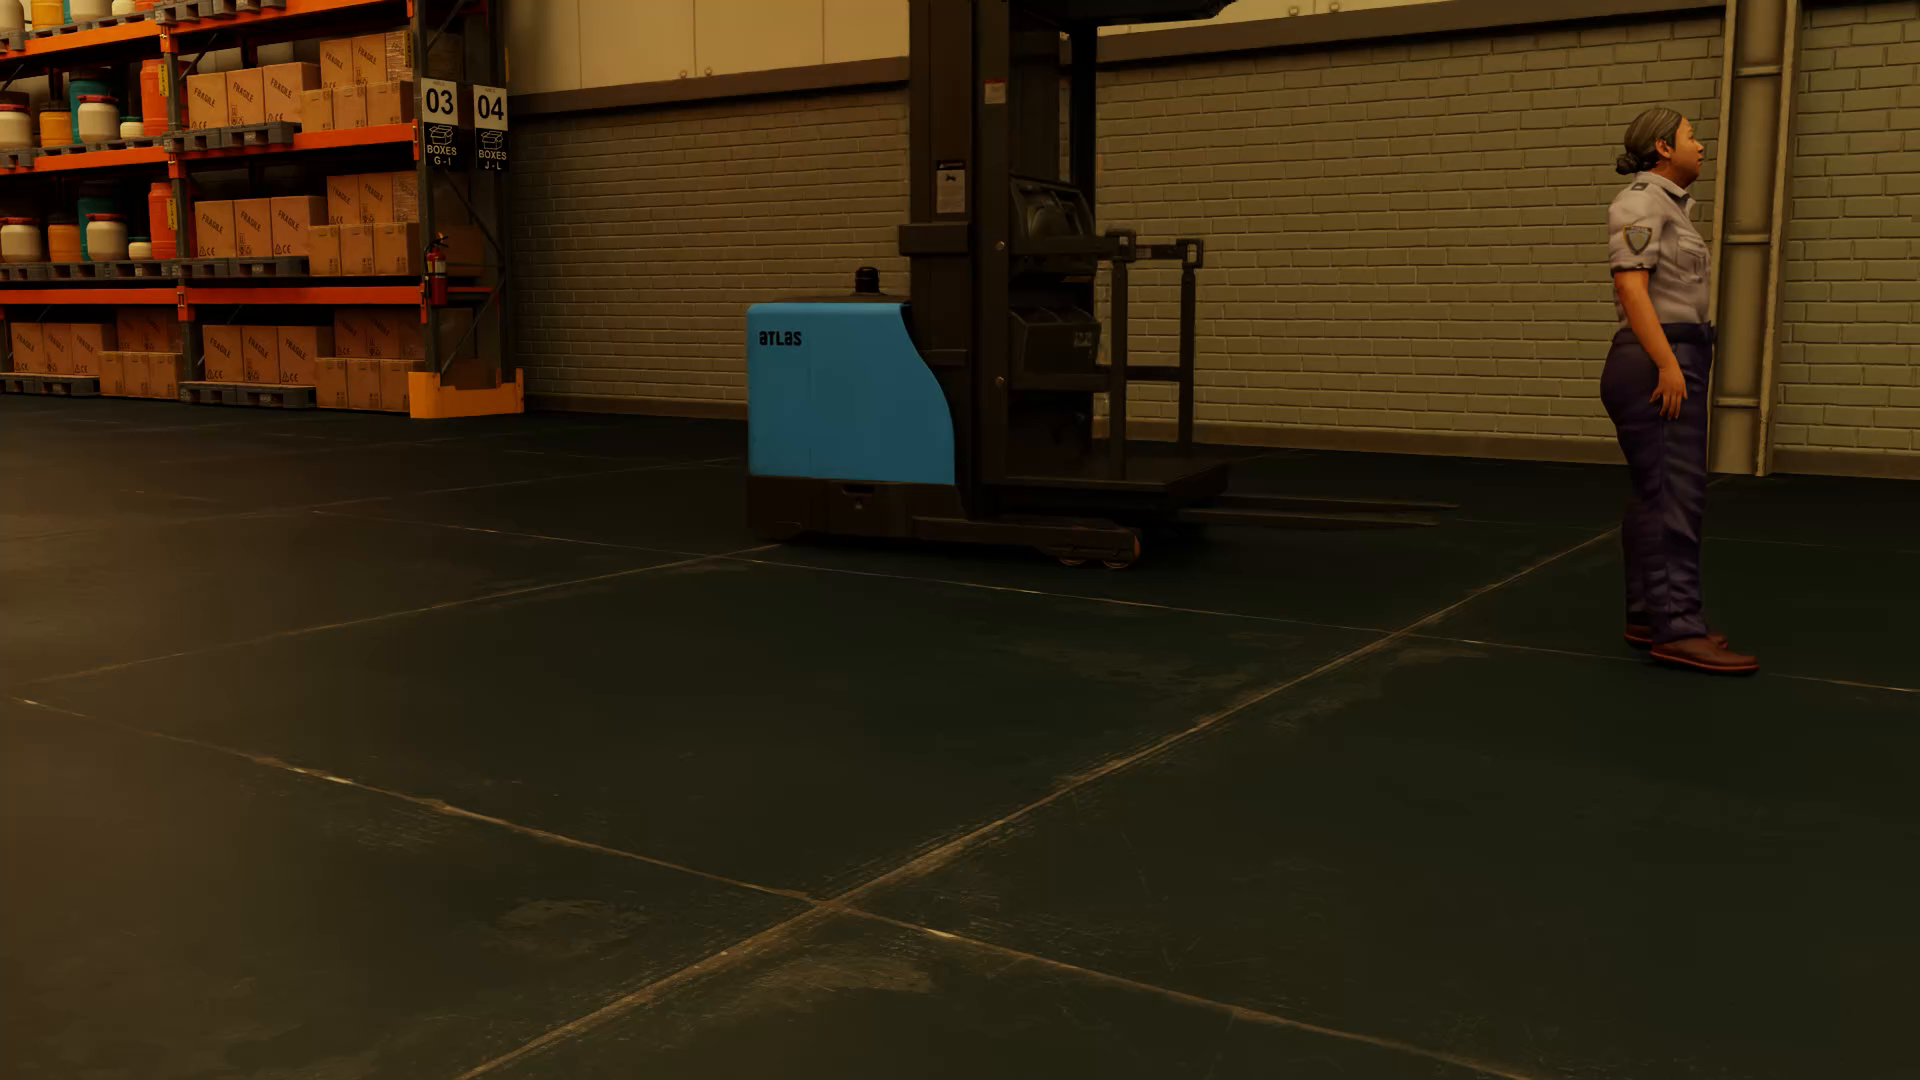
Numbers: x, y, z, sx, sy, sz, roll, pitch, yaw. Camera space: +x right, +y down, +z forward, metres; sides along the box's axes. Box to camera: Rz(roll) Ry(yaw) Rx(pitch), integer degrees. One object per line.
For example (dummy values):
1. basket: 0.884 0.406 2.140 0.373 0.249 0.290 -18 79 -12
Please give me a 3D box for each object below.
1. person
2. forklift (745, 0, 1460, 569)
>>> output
1. person: 2.207 -0.472 5.031 0.495 1.653 0.590 4 9 27
2. forklift: 0.594 -1.417 7.157 3.031 2.935 1.130 4 9 23
